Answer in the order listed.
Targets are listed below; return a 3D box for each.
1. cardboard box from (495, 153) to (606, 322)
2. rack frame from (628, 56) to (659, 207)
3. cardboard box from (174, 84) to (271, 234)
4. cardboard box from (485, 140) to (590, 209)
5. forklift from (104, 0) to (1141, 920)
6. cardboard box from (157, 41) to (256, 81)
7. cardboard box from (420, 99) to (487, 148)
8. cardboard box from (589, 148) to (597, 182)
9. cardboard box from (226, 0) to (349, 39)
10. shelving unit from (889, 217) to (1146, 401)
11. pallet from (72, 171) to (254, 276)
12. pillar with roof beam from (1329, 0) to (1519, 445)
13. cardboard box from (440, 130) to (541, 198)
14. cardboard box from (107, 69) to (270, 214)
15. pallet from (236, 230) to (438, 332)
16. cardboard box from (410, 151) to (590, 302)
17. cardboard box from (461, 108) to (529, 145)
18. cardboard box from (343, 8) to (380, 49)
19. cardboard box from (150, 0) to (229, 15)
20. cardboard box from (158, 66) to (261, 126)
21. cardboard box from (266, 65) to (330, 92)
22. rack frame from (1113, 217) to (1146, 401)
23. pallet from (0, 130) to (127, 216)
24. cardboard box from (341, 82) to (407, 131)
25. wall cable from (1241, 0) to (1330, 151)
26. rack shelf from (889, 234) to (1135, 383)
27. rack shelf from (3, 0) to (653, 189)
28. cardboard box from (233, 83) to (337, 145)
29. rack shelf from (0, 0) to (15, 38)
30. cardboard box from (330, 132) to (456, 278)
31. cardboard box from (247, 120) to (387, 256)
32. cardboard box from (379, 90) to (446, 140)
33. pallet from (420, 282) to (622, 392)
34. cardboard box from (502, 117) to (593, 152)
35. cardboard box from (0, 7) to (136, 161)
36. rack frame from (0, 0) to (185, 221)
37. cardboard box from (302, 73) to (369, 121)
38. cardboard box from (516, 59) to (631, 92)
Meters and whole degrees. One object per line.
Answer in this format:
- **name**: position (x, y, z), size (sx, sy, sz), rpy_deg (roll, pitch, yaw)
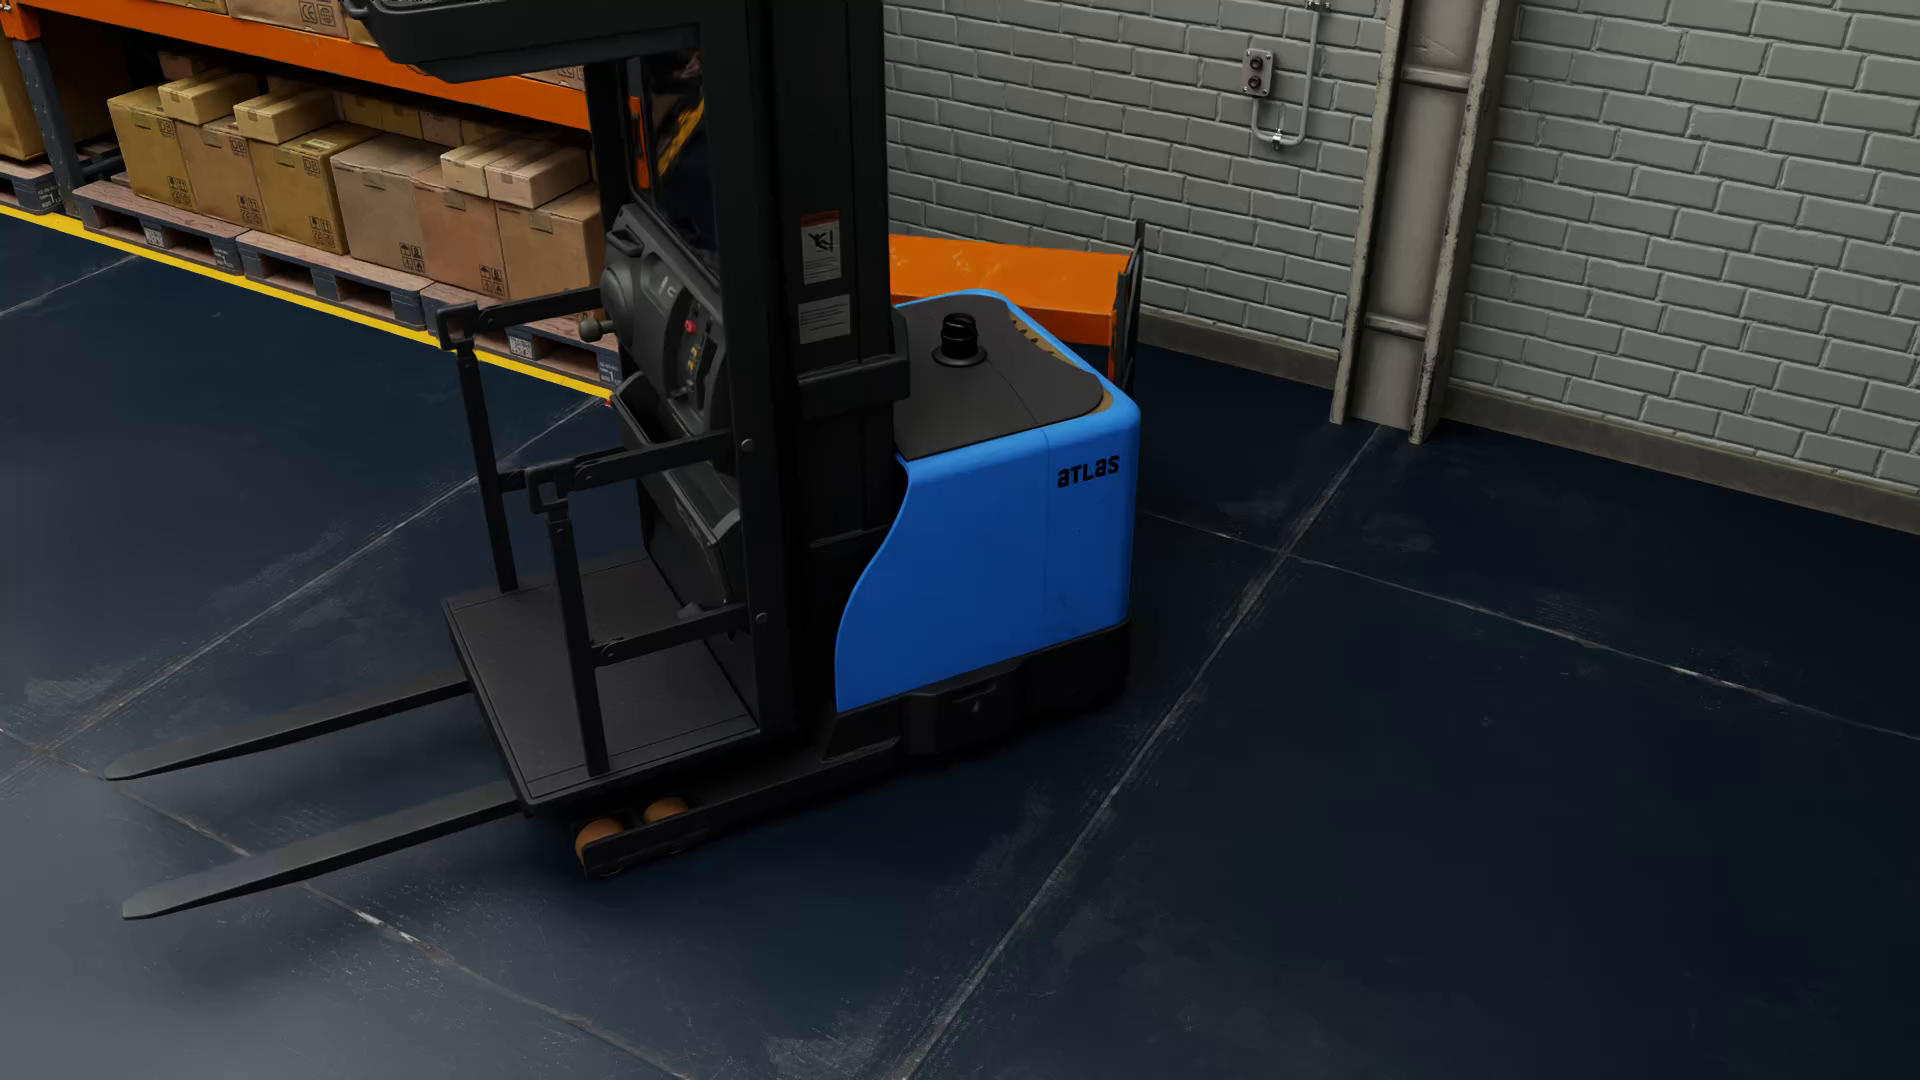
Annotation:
- **cardboard box**: position (-1.630, -1.372, 7.481), size (0.500, 0.500, 0.700), rpy_deg (18, 37, 24)
- **rack frame**: position (-0.972, -2.093, 6.687), size (0.127, 3.000, 1.000), rpy_deg (18, 37, 24)
- **cardboard box**: position (-3.412, -1.933, 8.323), size (0.500, 0.500, 0.700), rpy_deg (17, 37, 24)
- **cardboard box**: position (-1.832, -1.590, 7.222), size (0.250, 0.149, 0.380), rpy_deg (17, 37, 24)
- **forklift**: position (-0.996, -0.587, 4.487), size (3.031, 2.935, 1.130), rpy_deg (-16, 37, -22)
- **cardboard box**: position (-3.874, -2.478, 8.556), size (0.250, 0.149, 0.380), rpy_deg (17, 37, 24)
- **cardboard box**: position (-2.300, -1.982, 7.811), size (0.250, 0.149, 0.380), rpy_deg (18, 38, 25)
- **cardboard box**: position (-1.422, -1.704, 7.394), size (0.250, 0.149, 0.380), rpy_deg (18, 38, 25)
- **cardboard box**: position (-2.715, -2.763, 7.422), size (0.700, 0.700, 0.980), rpy_deg (16, 37, 22)
- **shelving unit**: position (0.099, -0.613, 6.156), size (1.048, 1.125, 0.538), rpy_deg (7, 34, 10)
- **pallet**: position (-3.824, -1.786, 8.742), size (1.213, 0.211, 1.003), rpy_deg (18, 37, 24)
- **pillar with roof beam**: position (-0.335, -2.192, 1.424), size (0.400, 9.000, 9.100), rpy_deg (18, 37, 24)
- **cardboard box**: position (-2.054, -1.660, 7.327), size (0.250, 0.149, 0.380), rpy_deg (19, 38, 26)
- **cardboard box**: position (-3.847, -2.073, 8.533), size (0.500, 0.500, 0.700), rpy_deg (18, 38, 25)
- **pallet**: position (-2.760, -1.451, 8.239), size (1.213, 0.211, 1.003), rpy_deg (18, 37, 24)
- **cardboard box**: position (-2.064, -1.510, 7.687), size (0.500, 0.500, 0.700), rpy_deg (17, 37, 24)
- **cardboard box**: position (-2.079, -1.912, 7.706), size (0.250, 0.149, 0.380), rpy_deg (18, 38, 25)
- **cardboard box**: position (-2.057, -2.548, 7.100), size (0.700, 0.700, 0.980), rpy_deg (17, 37, 24)
- **cardboard box**: position (-3.351, -2.958, 7.715), size (0.700, 0.700, 0.980), rpy_deg (17, 37, 23)
- **cardboard box**: position (-3.640, -2.161, 8.080), size (0.250, 0.149, 0.380), rpy_deg (19, 38, 26)
- **cardboard box**: position (-3.187, -2.262, 8.232), size (0.250, 0.149, 0.380), rpy_deg (16, 37, 23)
- **rack frame**: position (0.596, -0.552, 6.064), size (0.032, 1.125, 0.500), rpy_deg (7, 34, 10)
- **pallet**: position (-5.153, -2.209, 9.376), size (1.213, 0.211, 1.003), rpy_deg (18, 37, 24)
- **cardboard box**: position (-2.743, -2.122, 8.021), size (0.250, 0.149, 0.380), rpy_deg (17, 37, 24)
- **wall cable**: position (0.609, -2.619, 6.561), size (1.851, 1.984, 0.084), rpy_deg (18, 37, 24)
- **rack shelf**: position (0.099, -0.857, 5.994), size (1.000, 0.278, 0.538), rpy_deg (7, 34, 10)
- **rack shelf**: position (-2.709, -2.344, 7.713), size (4.000, 0.370, 1.077), rpy_deg (18, 37, 24)
- **cardboard box**: position (-3.187, -2.017, 7.864), size (0.250, 0.149, 0.380), rpy_deg (16, 37, 23)
- **rack shelf**: position (-6.182, -3.444, 9.365), size (4.000, 0.370, 1.077), rpy_deg (18, 37, 24)
- **cardboard box**: position (-2.501, -1.648, 7.894), size (0.500, 0.500, 0.700), rpy_deg (16, 37, 23)
- **cardboard box**: position (-2.968, -1.791, 8.109), size (0.500, 0.500, 0.700), rpy_deg (18, 38, 25)
- **cardboard box**: position (-2.524, -2.052, 7.916), size (0.250, 0.149, 0.380), rpy_deg (18, 38, 25)
- **pallet**: position (-1.705, -1.115, 7.734), size (1.213, 0.211, 1.003), rpy_deg (18, 37, 24)
- **cardboard box**: position (-1.862, -1.843, 7.602), size (0.250, 0.149, 0.380), rpy_deg (18, 38, 25)
- **cardboard box**: position (-5.074, -2.590, 8.993), size (0.750, 0.750, 0.750), rpy_deg (18, 38, 25)
- **rack frame**: position (-4.445, -3.193, 8.339), size (0.127, 3.000, 1.000), rpy_deg (18, 37, 24)
- **cardboard box**: position (-2.968, -2.192, 8.127), size (0.250, 0.149, 0.380), rpy_deg (18, 38, 25)
- **cardboard box**: position (-1.420, -2.354, 6.808), size (0.700, 0.700, 0.980), rpy_deg (19, 38, 26)
